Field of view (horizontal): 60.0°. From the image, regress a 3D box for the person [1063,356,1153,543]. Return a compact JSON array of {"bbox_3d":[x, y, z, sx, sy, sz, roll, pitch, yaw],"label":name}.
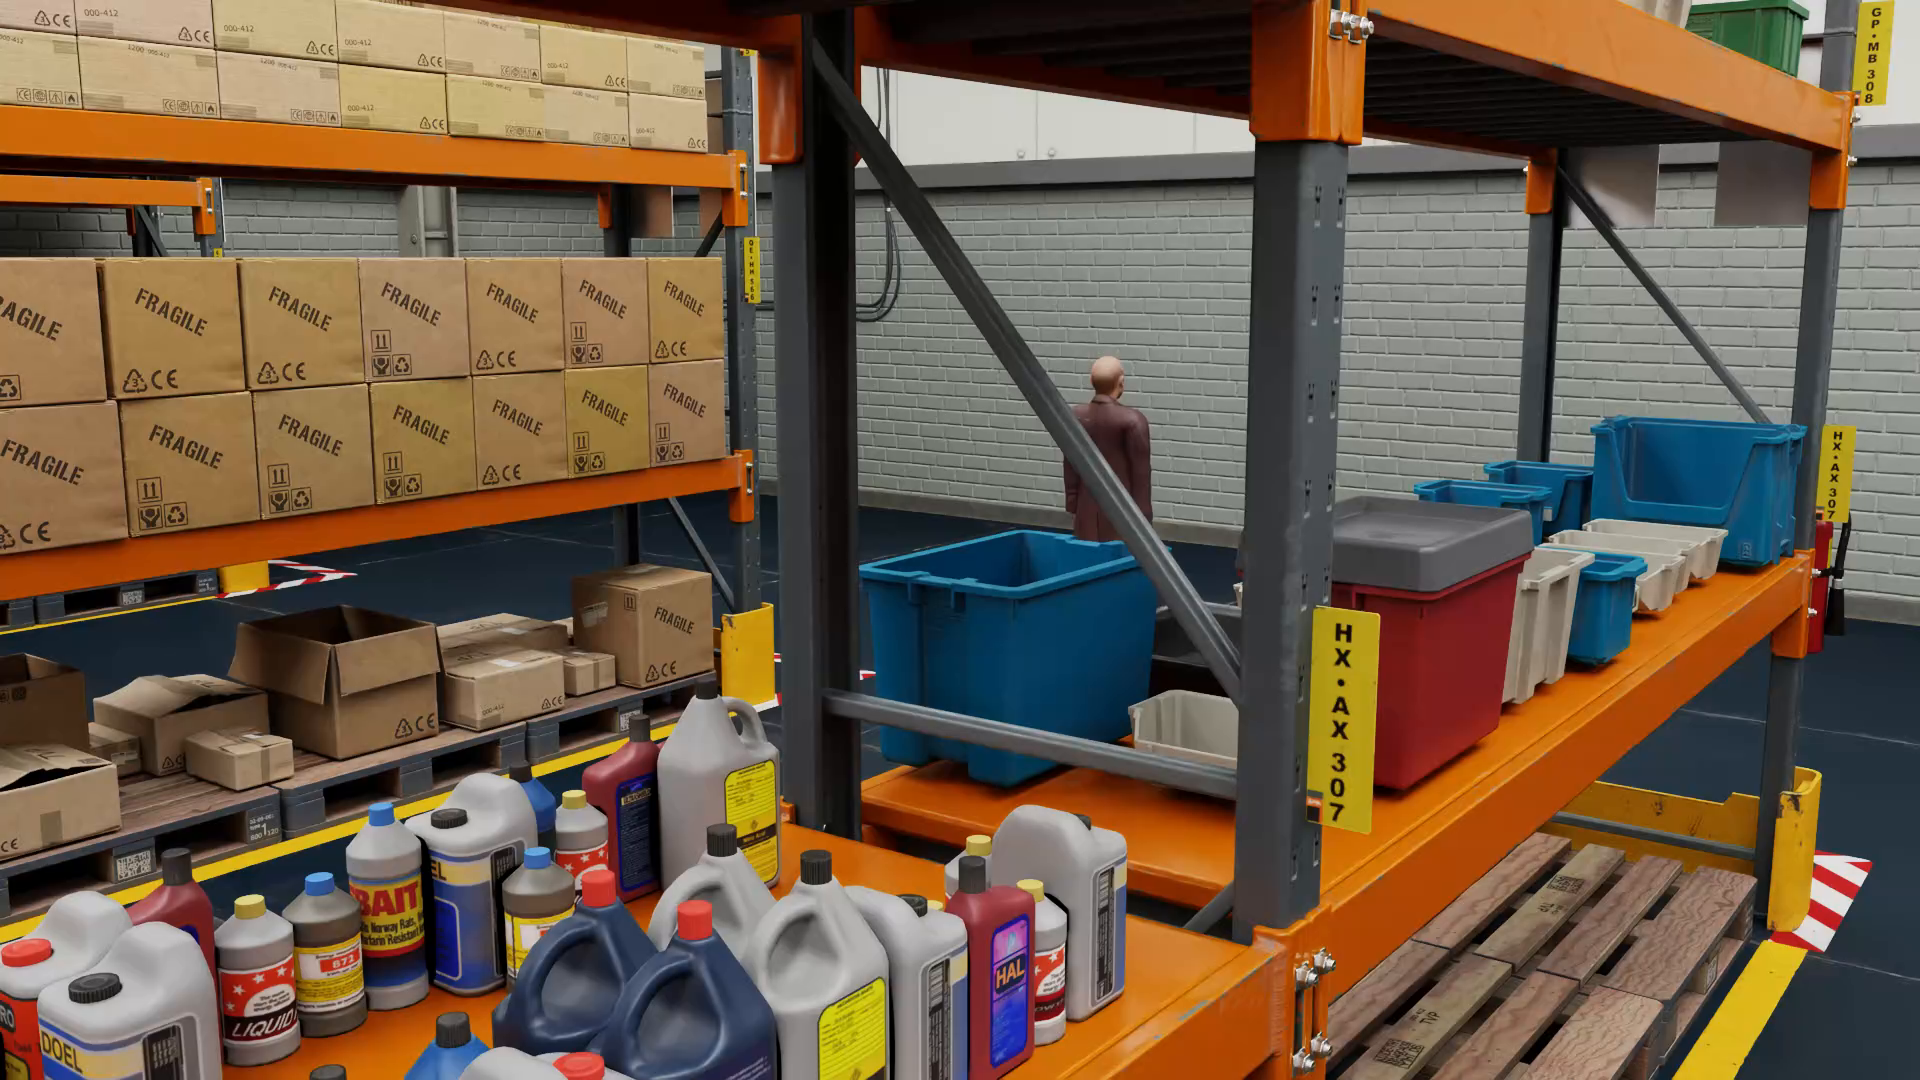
[{"bbox_3d":[0.832,-0.129,9.214,0.560,1.777,0.404,7,12,37],"label":"person"}]
